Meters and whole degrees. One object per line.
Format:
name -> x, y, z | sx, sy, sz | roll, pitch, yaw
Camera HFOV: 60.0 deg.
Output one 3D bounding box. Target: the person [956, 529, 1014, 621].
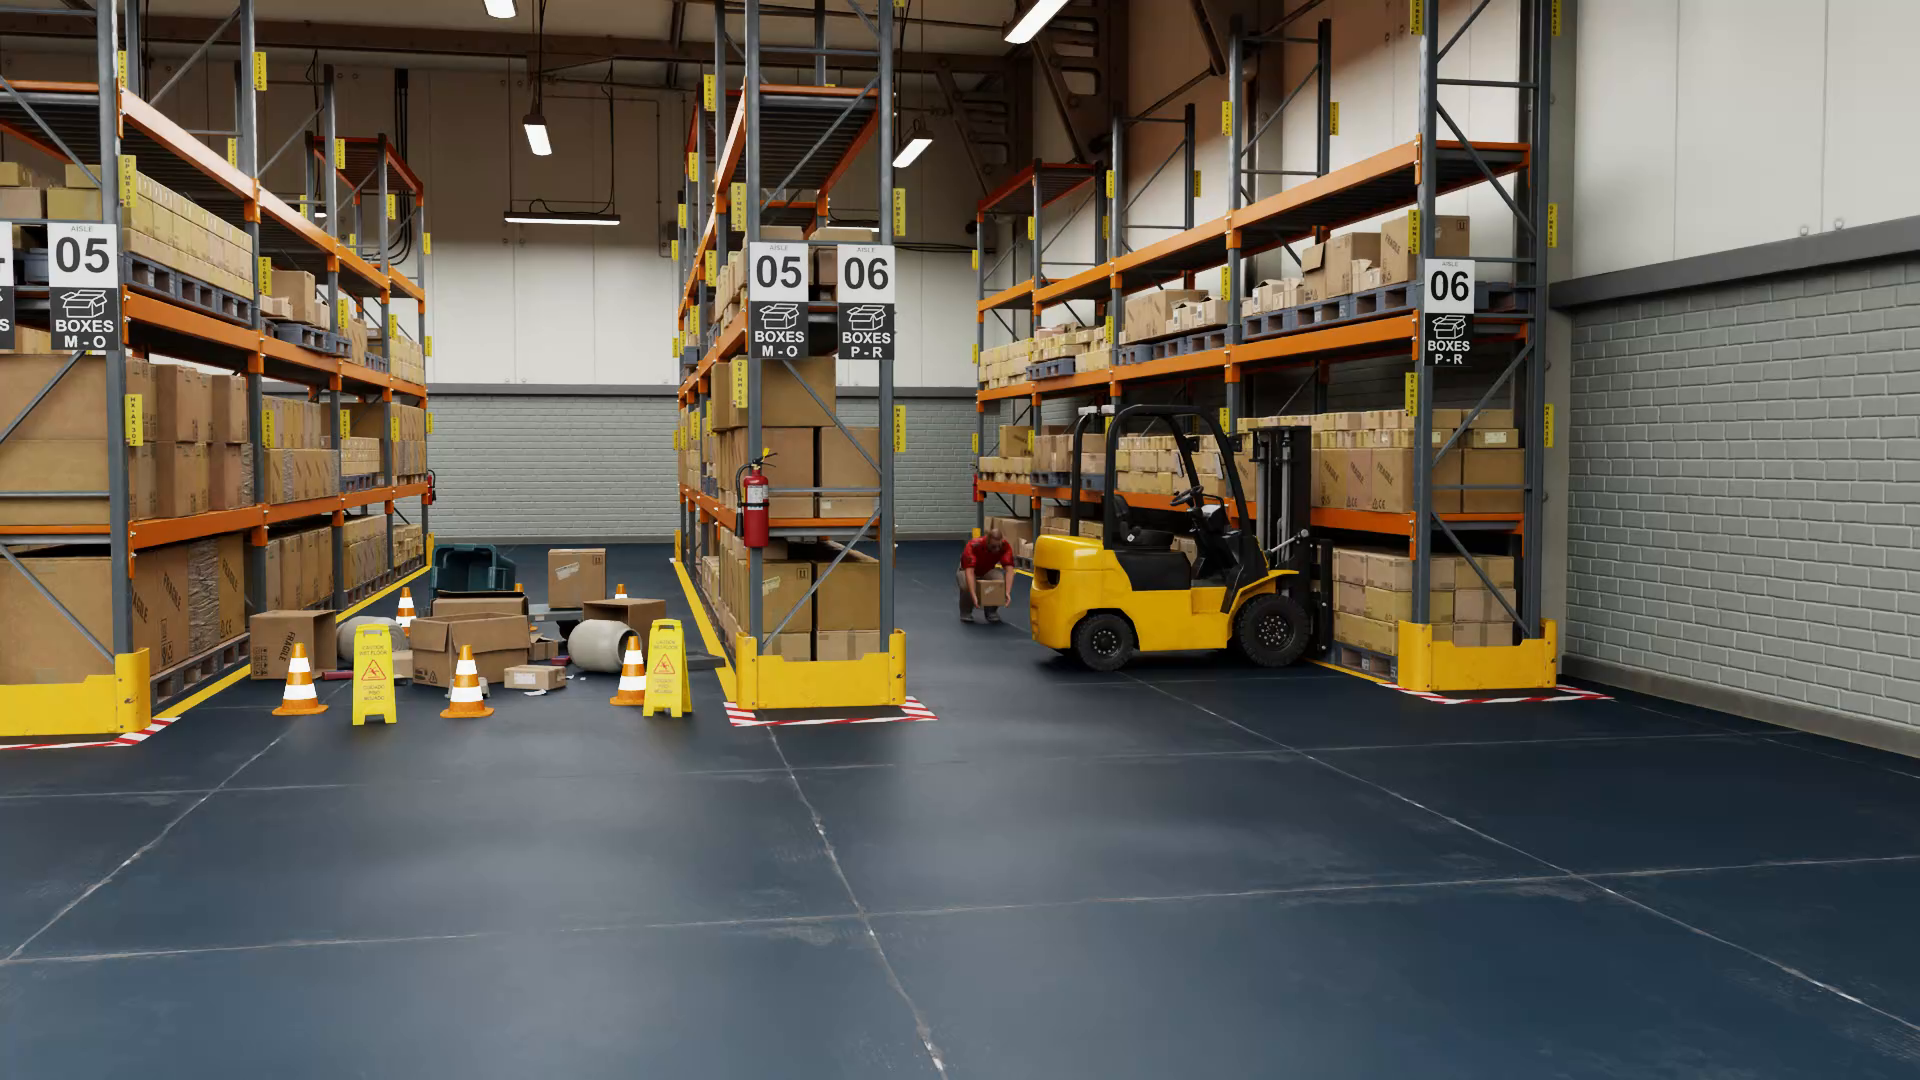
person -> 0.262, 0.368, 17.454 | 0.568, 0.980, 0.877 | -1, 3, -12
